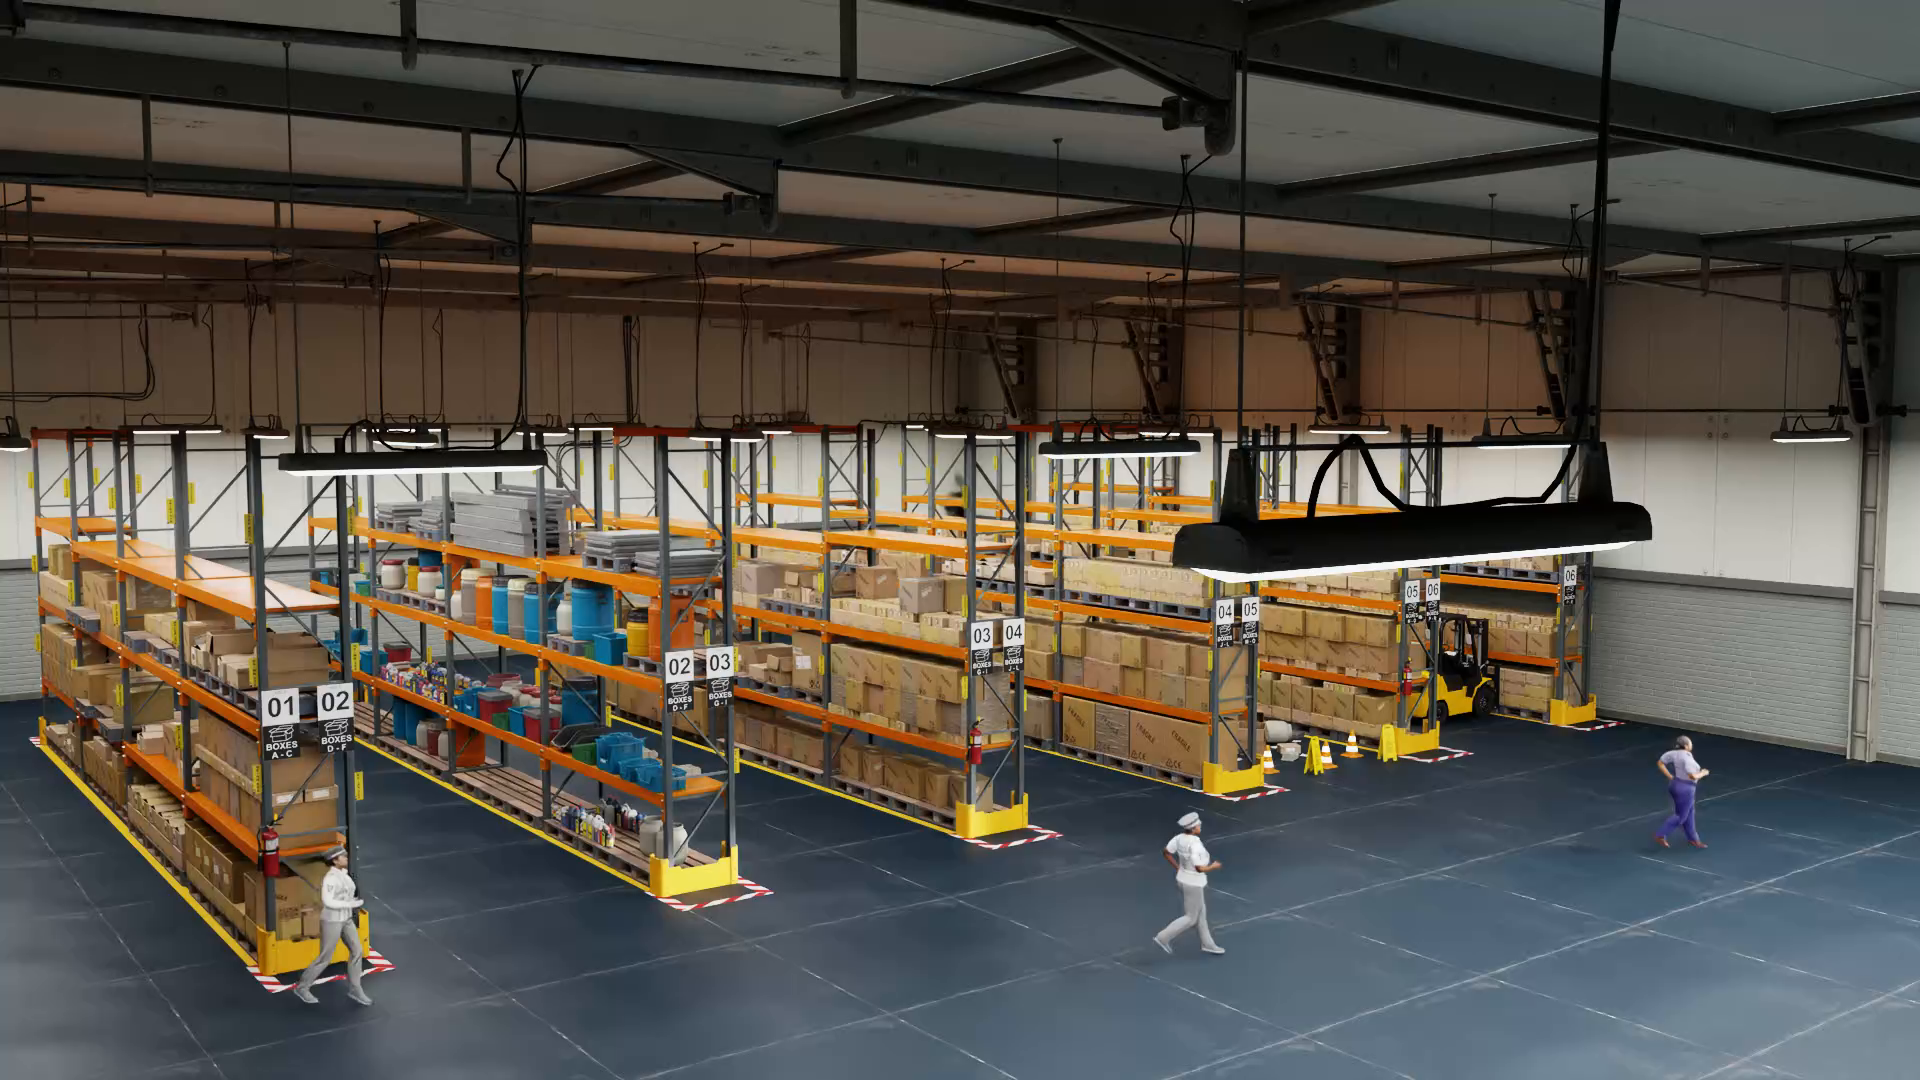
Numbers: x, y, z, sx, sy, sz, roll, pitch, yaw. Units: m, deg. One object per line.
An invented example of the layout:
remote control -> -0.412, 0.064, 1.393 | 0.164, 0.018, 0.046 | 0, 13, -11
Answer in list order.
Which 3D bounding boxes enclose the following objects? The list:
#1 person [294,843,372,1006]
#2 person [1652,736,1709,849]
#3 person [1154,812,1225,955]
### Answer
person -> -6.651, 4.082, 17.727 | 0.819, 1.713, 0.648 | 0, 4, 1
person -> 10.335, 3.625, 23.806 | 0.886, 1.670, 0.602 | 0, 4, -4
person -> 2.645, 3.967, 19.108 | 0.923, 1.699, 0.579 | -1, 5, -17
